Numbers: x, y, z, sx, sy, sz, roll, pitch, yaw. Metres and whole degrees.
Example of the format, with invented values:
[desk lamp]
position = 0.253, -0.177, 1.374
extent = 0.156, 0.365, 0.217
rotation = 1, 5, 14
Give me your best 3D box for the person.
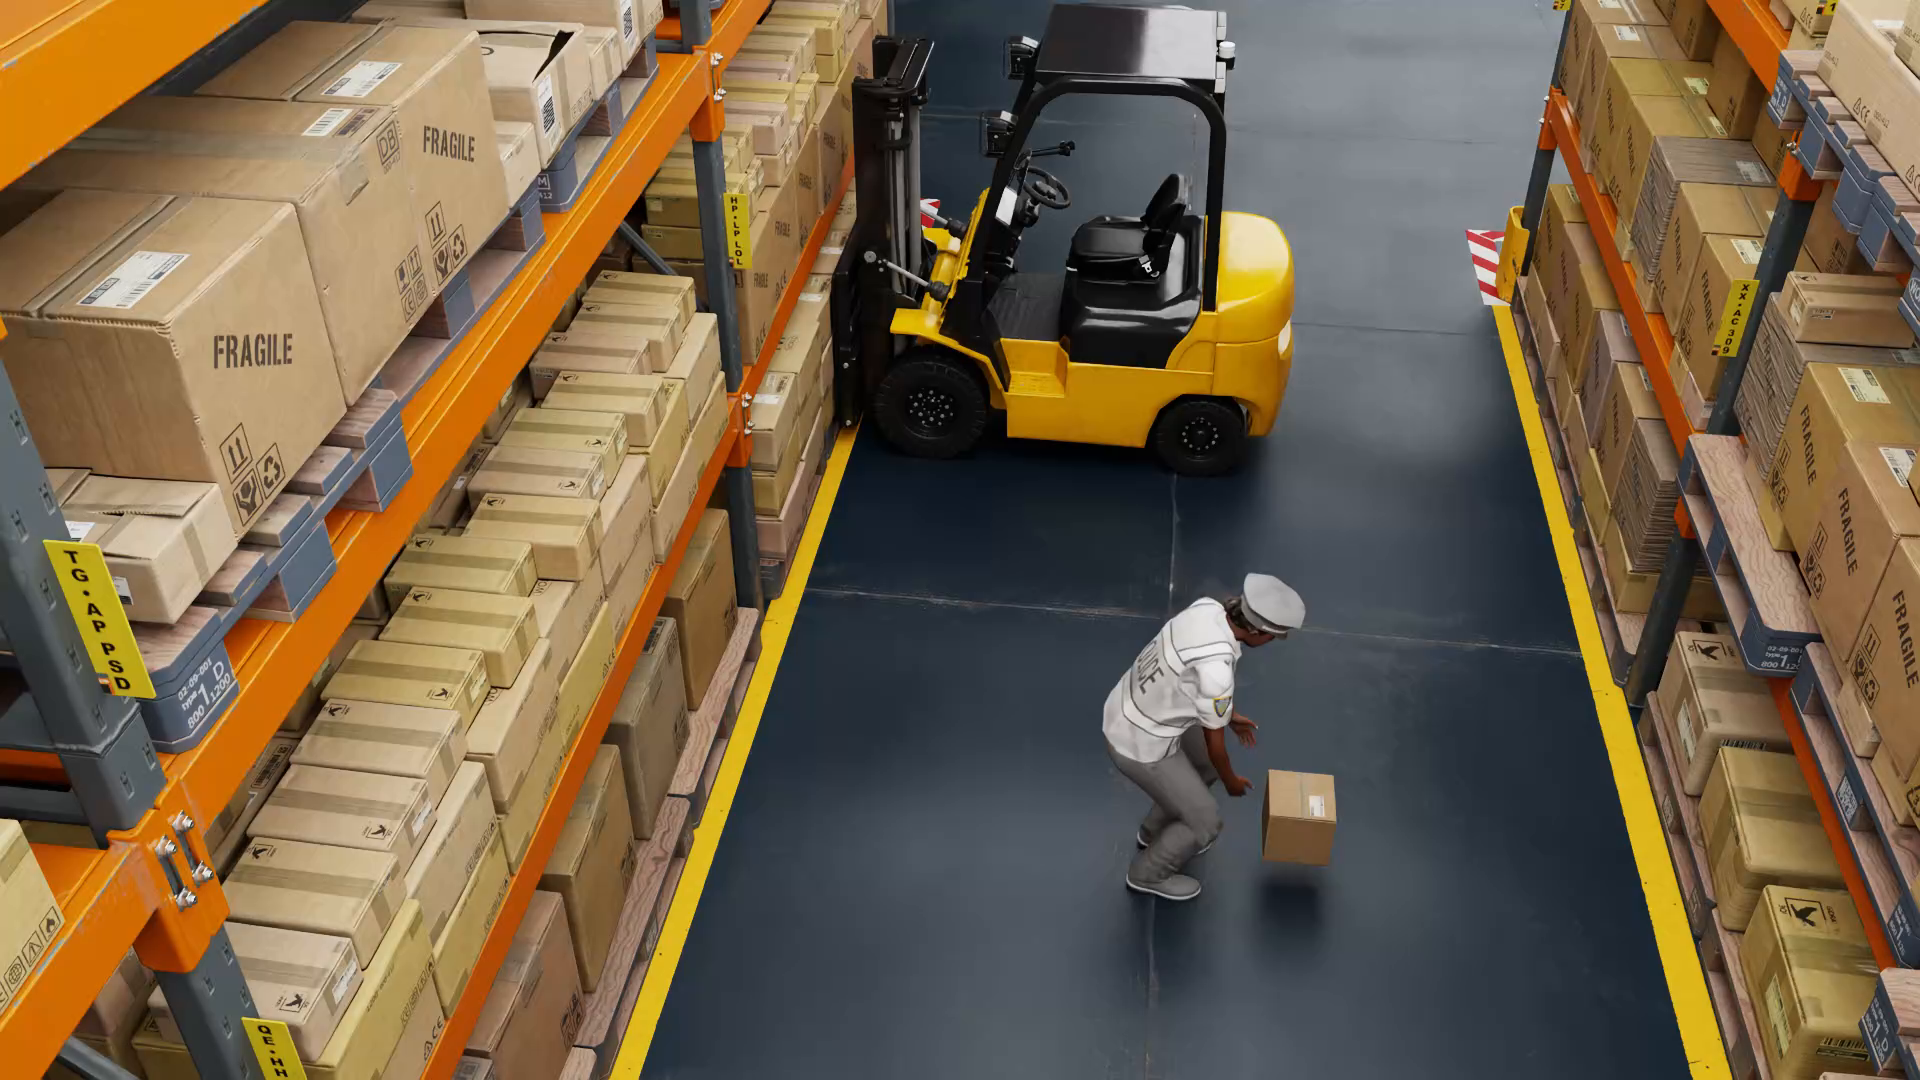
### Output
[person]
position = 0.883, 0.722, 6.275
extent = 0.688, 1.414, 0.495
rotation = 5, 37, 6
